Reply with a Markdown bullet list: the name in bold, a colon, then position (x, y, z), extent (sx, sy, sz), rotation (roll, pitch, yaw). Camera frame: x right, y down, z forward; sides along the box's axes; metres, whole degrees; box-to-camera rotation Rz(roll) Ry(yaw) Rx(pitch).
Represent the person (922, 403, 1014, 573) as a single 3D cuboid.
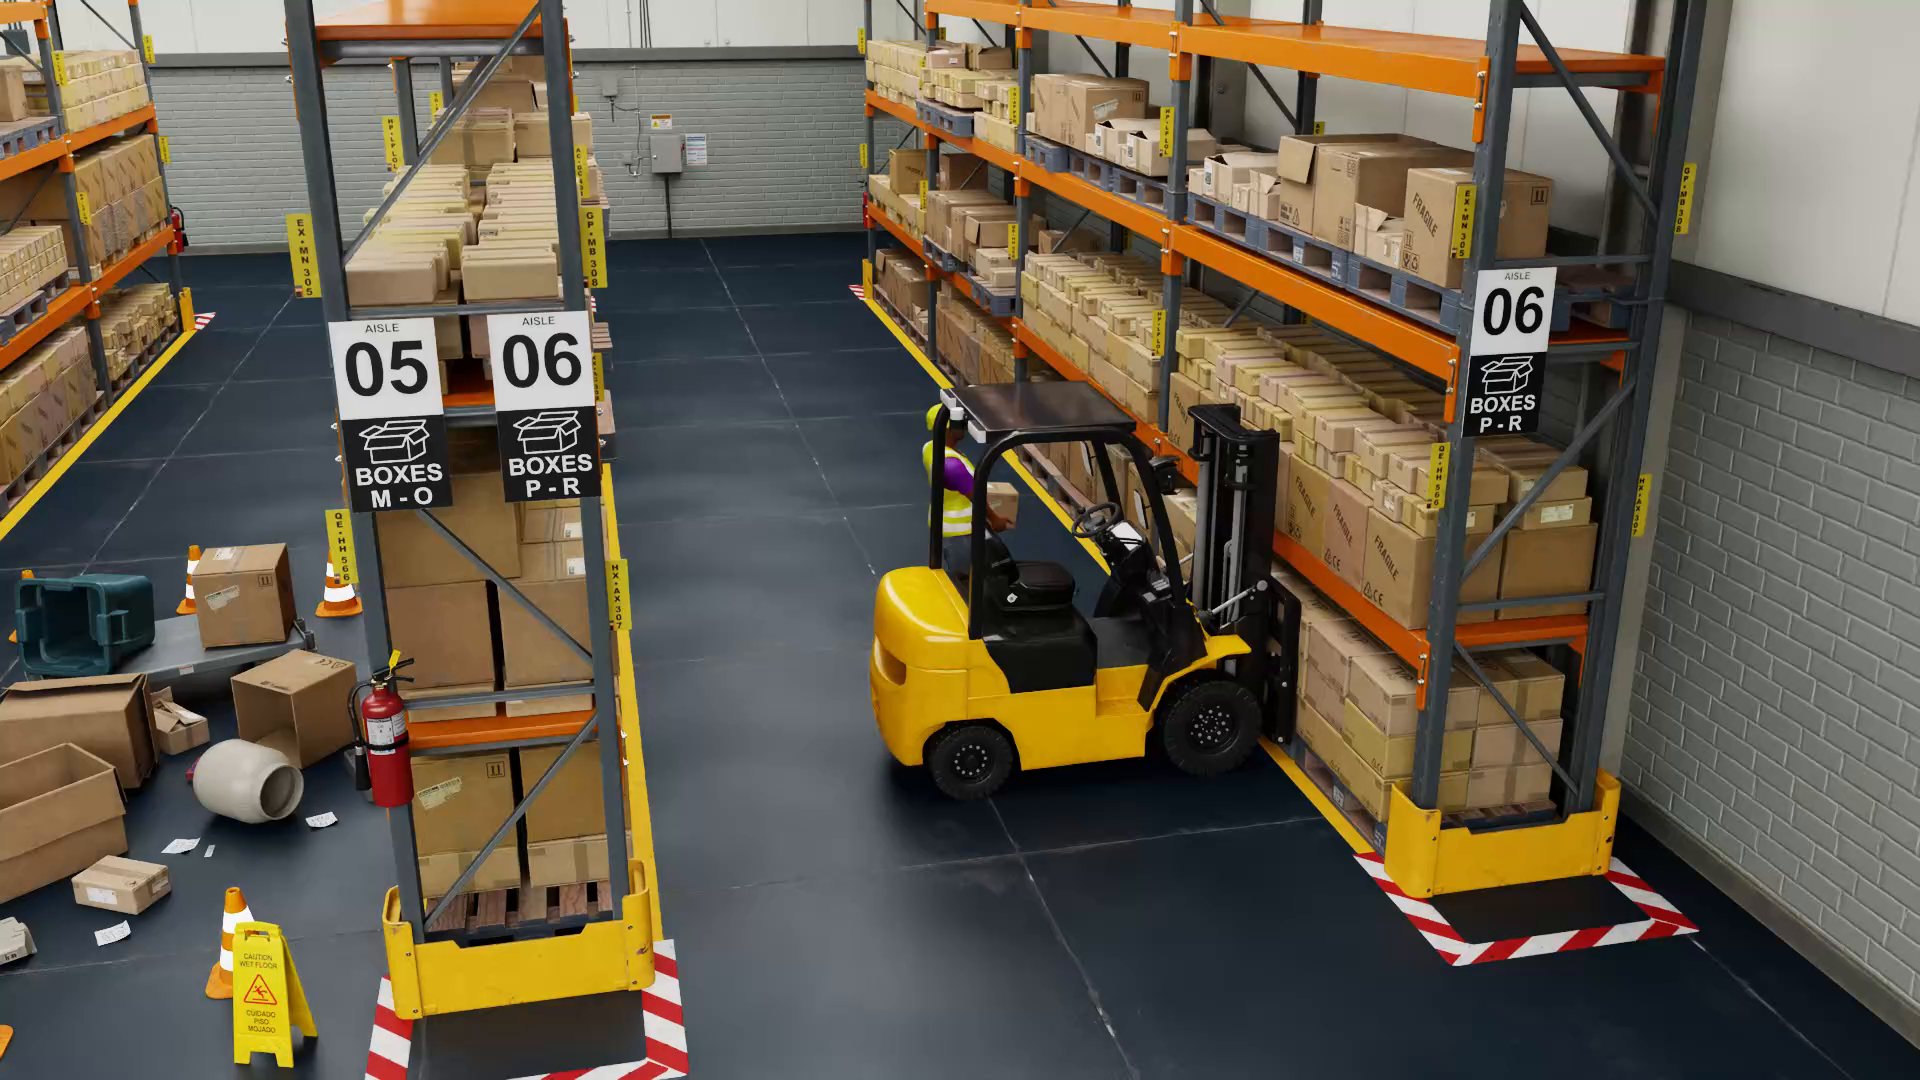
- **person**: position (0.051, -0.080, 11.270), extent (0.577, 1.761, 0.502), rotation (-4, 20, -12)
